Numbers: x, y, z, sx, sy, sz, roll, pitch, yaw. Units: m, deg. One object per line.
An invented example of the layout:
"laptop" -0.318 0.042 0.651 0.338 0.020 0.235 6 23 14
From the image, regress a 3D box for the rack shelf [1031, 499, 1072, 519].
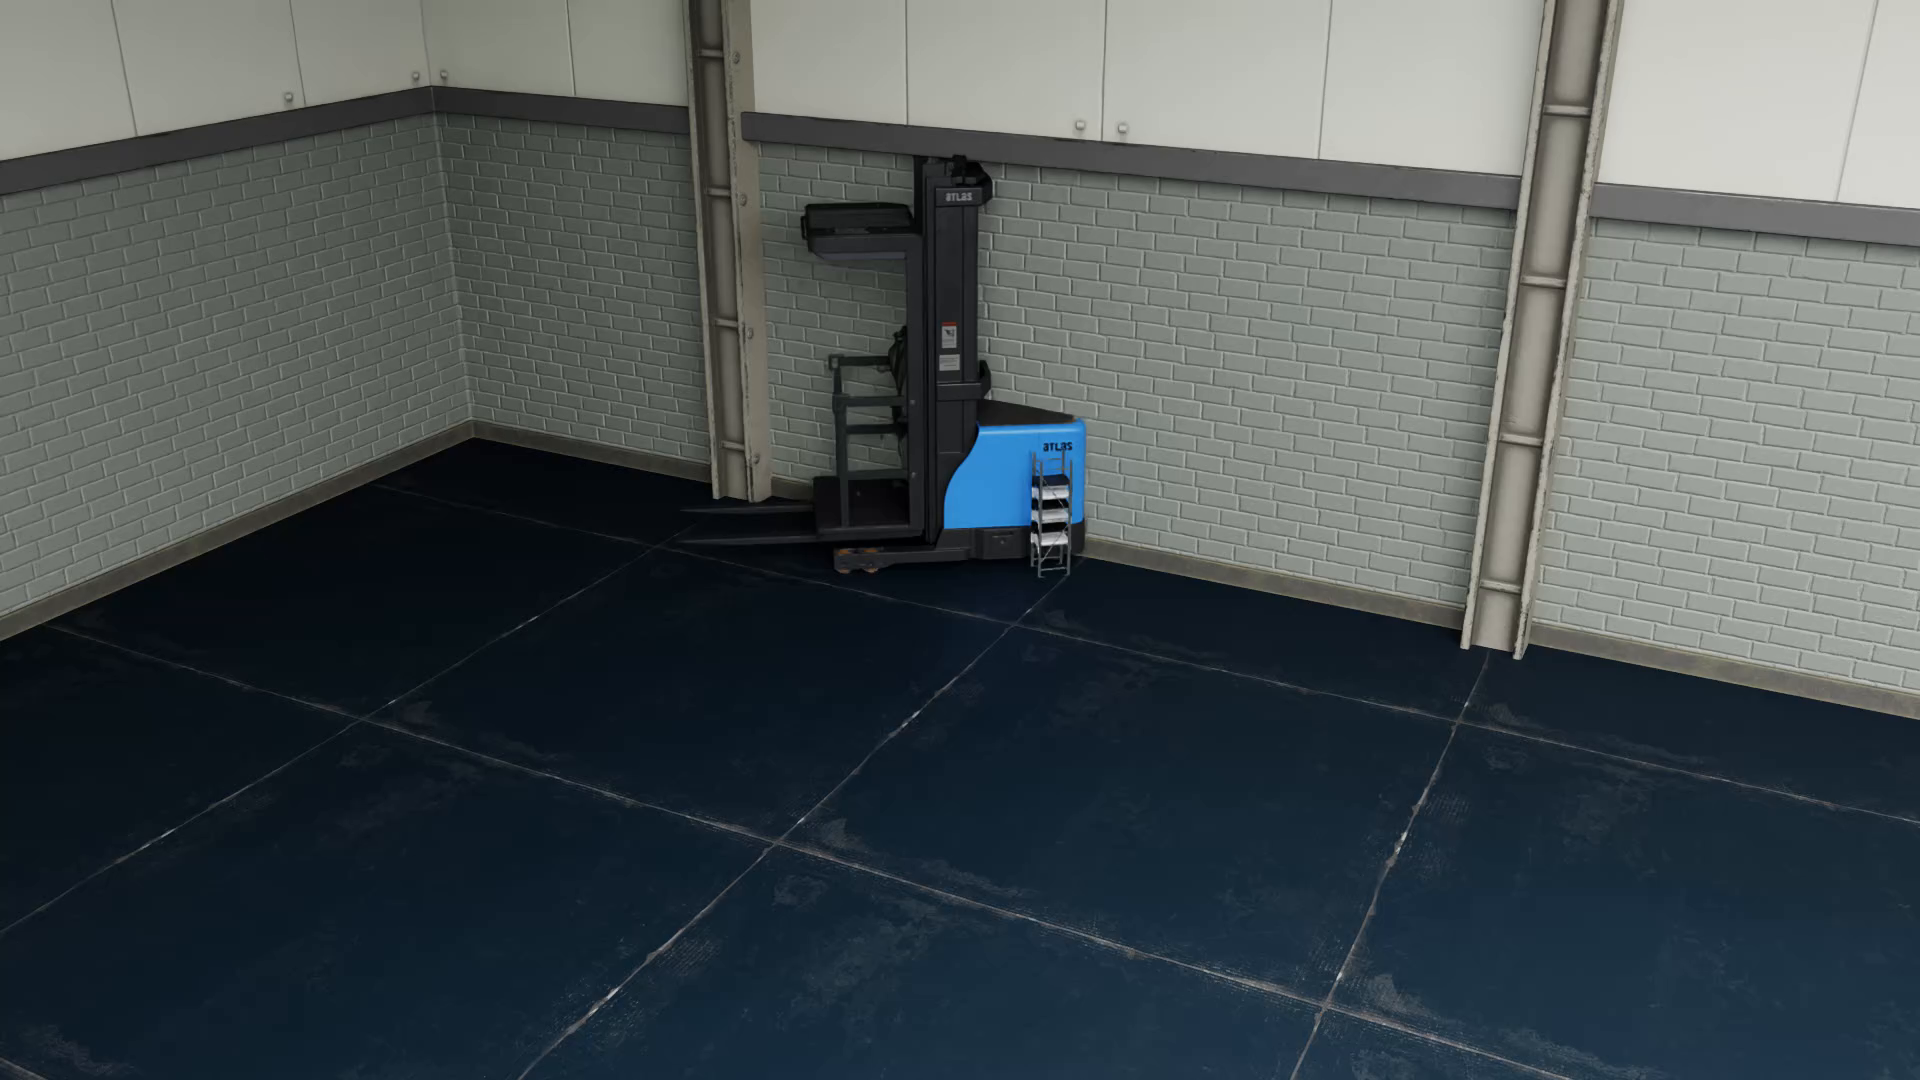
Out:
"rack shelf" 0.663 -0.237 12.038 0.258 0.077 0.200 -5 24 -11

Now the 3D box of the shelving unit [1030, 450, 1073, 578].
"shelving unit" 0.663 -0.185 12.060 0.258 0.900 0.210 -5 24 -11

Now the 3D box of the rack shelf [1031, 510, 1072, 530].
"rack shelf" 0.663 -0.154 12.073 0.258 0.077 0.200 -5 24 -11

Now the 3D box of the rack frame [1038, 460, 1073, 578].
"rack frame" 0.685 -0.146 11.969 0.240 0.900 0.006 -5 24 -11

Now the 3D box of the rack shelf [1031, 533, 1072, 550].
"rack shelf" 0.663 0.012 12.144 0.258 0.077 0.200 -5 24 -11

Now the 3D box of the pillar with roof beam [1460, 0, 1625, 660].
"pillar with roof beam" 1.636 -1.939 5.836 0.400 9.000 9.100 11 25 25

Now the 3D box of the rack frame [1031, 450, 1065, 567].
"rack frame" 0.642 -0.223 12.152 0.240 0.900 0.006 -5 24 -11

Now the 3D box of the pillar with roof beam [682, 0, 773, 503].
"pillar with roof beam" -3.719 -2.998 8.328 0.400 9.000 9.100 11 25 25

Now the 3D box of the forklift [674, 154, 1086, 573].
"forklift" -0.621 -1.324 12.145 3.031 2.935 1.130 -2 23 -5

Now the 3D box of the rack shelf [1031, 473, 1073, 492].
"rack shelf" 0.663 -0.402 11.968 0.258 0.077 0.200 -5 24 -11

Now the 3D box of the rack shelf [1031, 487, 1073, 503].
"rack shelf" 0.663 -0.320 12.003 0.258 0.077 0.200 -5 24 -11

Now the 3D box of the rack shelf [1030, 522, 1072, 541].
"rack shelf" 0.663 -0.071 12.109 0.258 0.077 0.200 -5 24 -11
